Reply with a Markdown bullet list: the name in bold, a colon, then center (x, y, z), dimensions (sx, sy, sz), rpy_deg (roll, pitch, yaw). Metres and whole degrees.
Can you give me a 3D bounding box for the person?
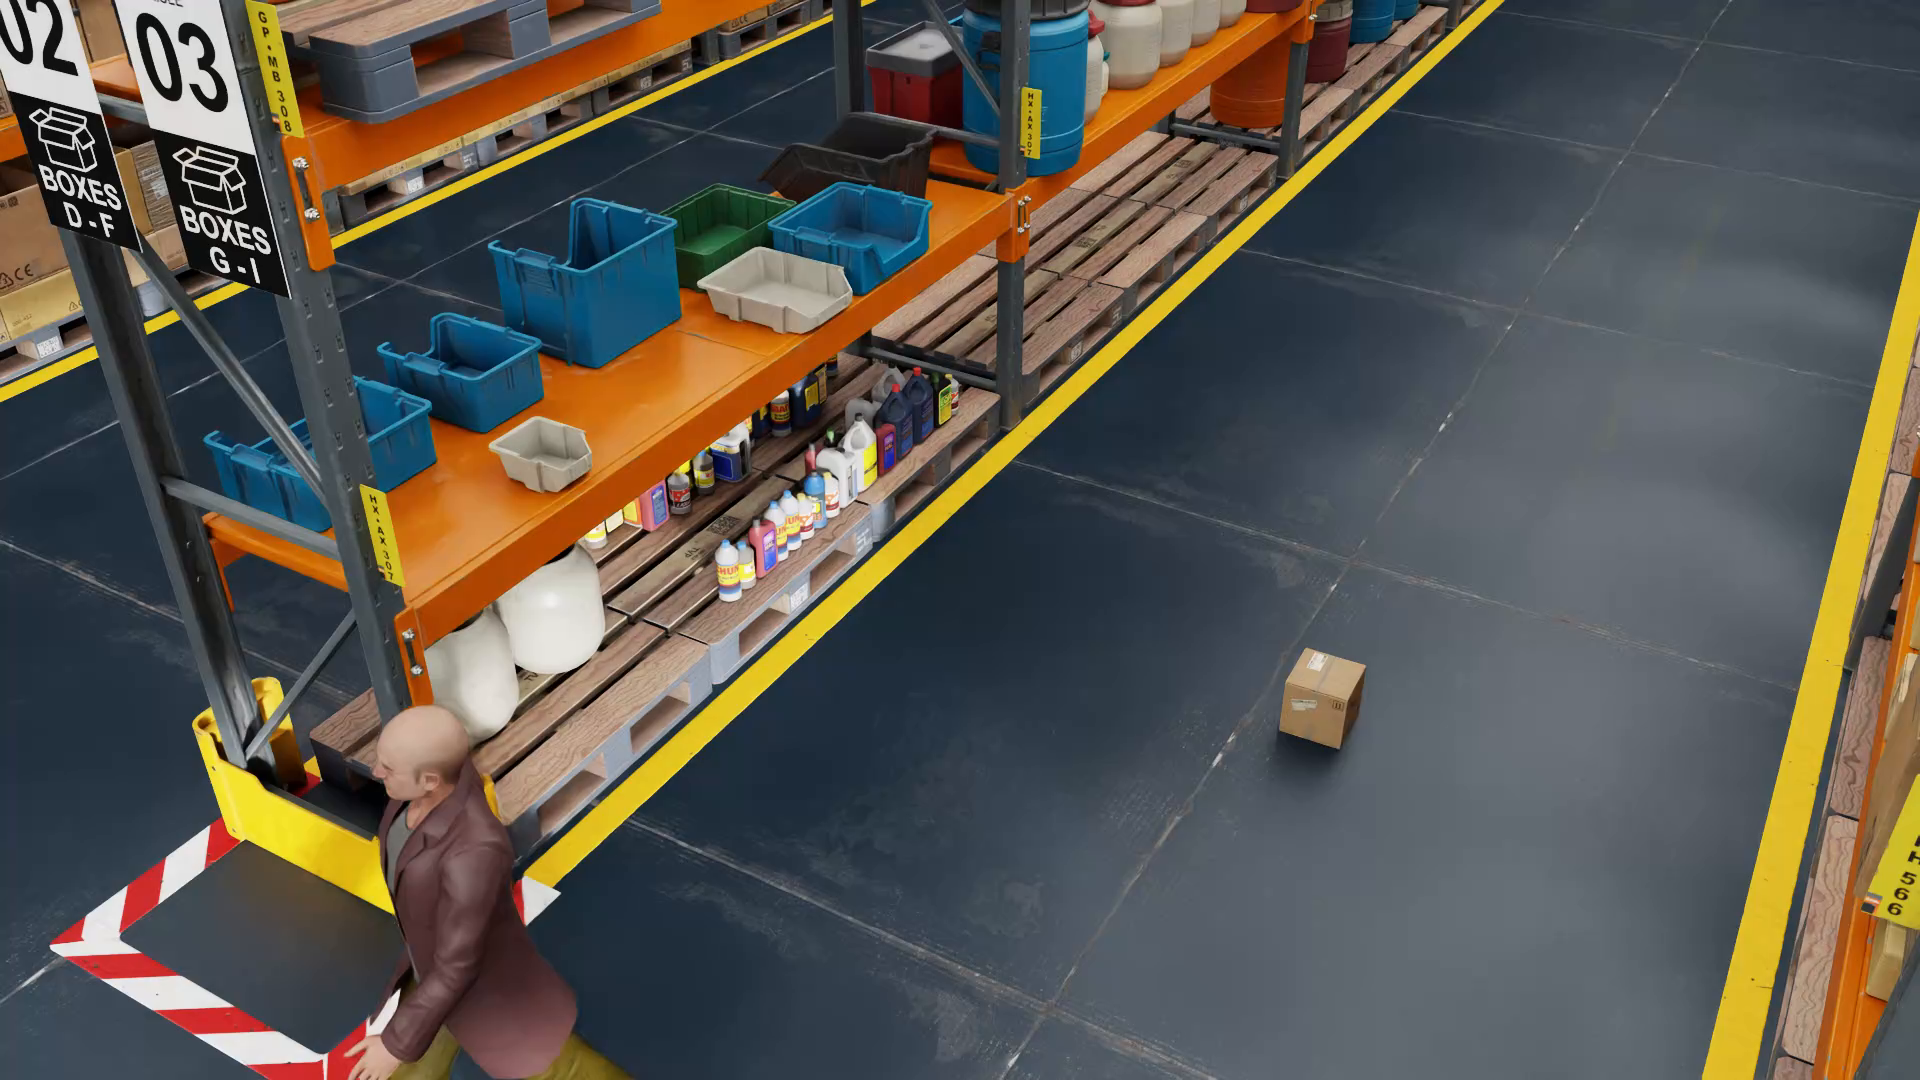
- **person**: center (-1.393, 1.175, 4.356), dimensions (1.060, 1.733, 0.585), rpy_deg (-21, 39, -28)
